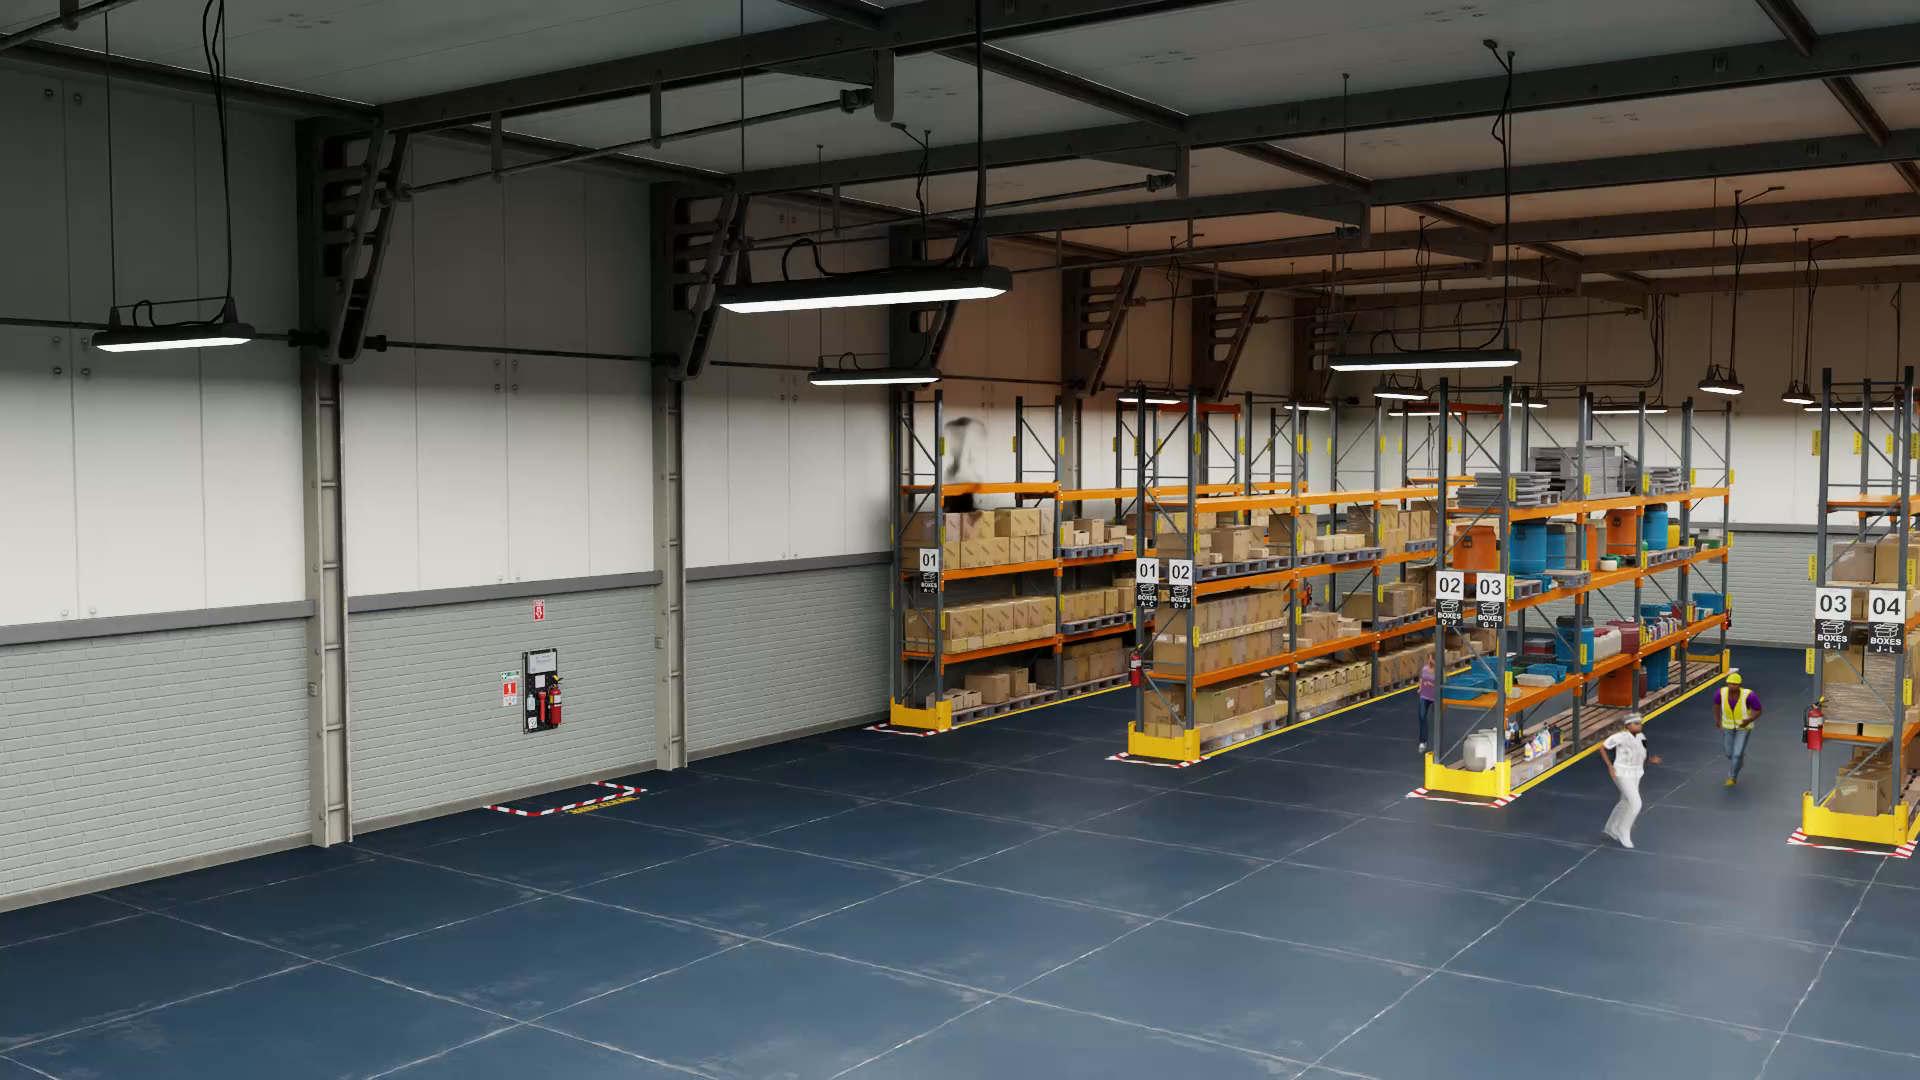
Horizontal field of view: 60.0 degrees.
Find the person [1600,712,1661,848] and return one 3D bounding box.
[{"bbox_3d":[8.390,3.003,20.855,0.570,1.731,0.761,-2,4,-26],"label":"person"}]

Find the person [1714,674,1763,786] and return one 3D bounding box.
[{"bbox_3d":[11.500,2.794,24.602,0.696,1.691,0.823,2,4,36],"label":"person"}]

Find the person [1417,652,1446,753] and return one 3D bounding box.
[{"bbox_3d":[7.756,2.658,27.377,0.508,1.647,0.728,2,4,31],"label":"person"}]

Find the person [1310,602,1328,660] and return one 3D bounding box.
[{"bbox_3d":[7.864,2.155,36.532,0.604,1.616,0.651,3,4,41],"label":"person"}]
